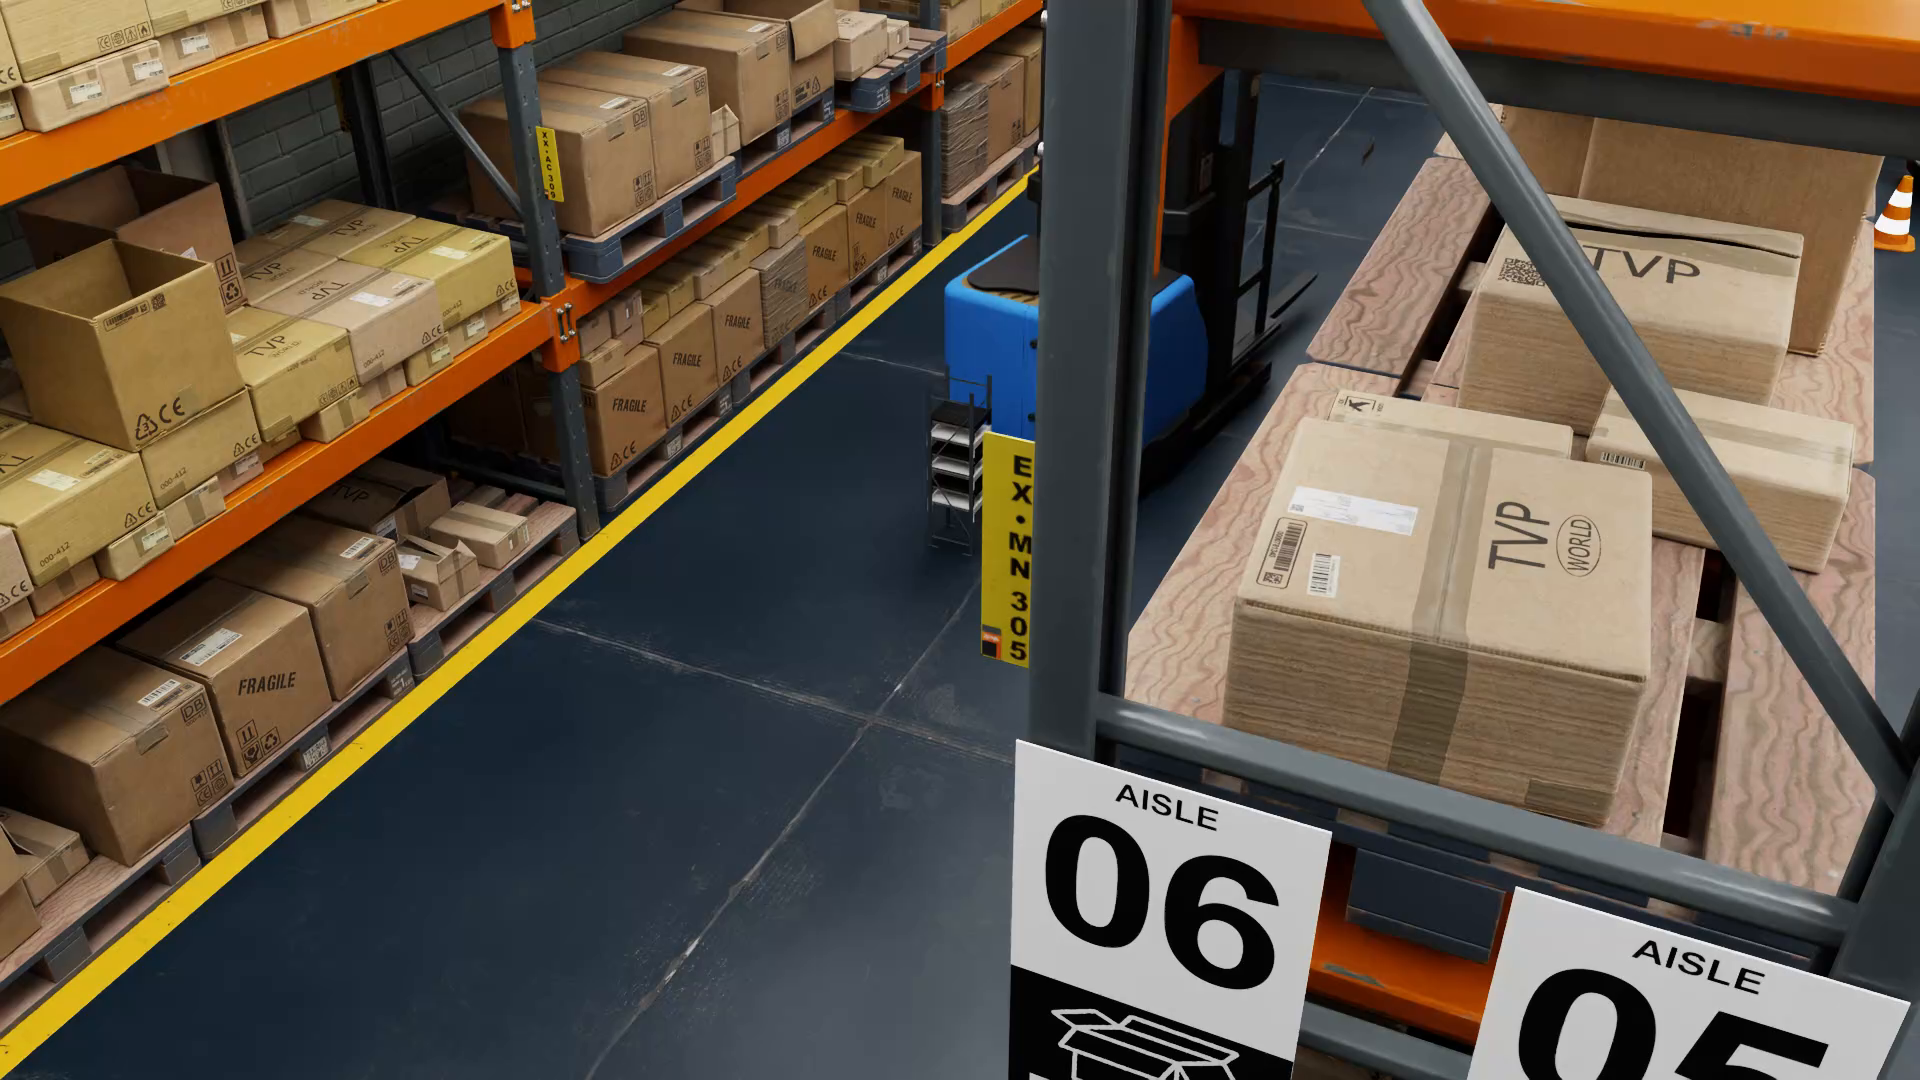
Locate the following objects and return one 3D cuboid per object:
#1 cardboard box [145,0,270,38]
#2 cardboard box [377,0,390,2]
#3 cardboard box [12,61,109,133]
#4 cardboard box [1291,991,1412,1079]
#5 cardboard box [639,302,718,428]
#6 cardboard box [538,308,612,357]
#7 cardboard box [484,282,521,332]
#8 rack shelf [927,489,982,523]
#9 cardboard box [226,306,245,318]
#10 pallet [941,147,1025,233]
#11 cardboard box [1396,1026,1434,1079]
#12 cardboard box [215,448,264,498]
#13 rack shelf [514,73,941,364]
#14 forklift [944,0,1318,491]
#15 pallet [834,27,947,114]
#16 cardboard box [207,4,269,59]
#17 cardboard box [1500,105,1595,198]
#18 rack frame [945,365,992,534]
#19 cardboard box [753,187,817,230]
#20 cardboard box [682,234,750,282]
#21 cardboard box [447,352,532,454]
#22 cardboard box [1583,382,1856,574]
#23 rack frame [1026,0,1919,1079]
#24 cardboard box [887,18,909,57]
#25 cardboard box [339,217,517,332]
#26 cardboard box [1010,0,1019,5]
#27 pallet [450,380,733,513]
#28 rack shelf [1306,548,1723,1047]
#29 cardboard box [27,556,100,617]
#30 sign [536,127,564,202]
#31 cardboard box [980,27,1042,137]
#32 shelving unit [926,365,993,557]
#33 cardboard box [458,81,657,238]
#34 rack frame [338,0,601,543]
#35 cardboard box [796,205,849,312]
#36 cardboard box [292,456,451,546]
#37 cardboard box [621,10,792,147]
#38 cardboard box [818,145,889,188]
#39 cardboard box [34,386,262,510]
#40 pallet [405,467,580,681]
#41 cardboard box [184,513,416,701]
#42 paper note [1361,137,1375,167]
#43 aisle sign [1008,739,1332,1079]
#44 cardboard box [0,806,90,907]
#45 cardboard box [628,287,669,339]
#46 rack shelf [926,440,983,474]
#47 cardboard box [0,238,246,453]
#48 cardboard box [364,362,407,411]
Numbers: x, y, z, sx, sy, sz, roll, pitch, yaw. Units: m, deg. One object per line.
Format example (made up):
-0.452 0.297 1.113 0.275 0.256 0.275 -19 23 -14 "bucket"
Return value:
-2.683 -1.890 5.527 0.500 0.250 0.500 15 36 21 "cardboard box"
-2.264 -2.167 6.312 0.380 0.149 0.250 14 36 20 "cardboard box"
-2.876 -1.389 5.127 0.380 0.149 0.250 14 36 21 "cardboard box"
0.528 0.788 2.719 0.380 0.149 0.250 15 36 21 "cardboard box"
-1.656 -0.973 8.894 0.500 0.500 0.500 14 36 20 "cardboard box"
-1.940 -1.043 8.139 0.380 0.149 0.250 14 36 20 "cardboard box"
-2.180 -1.064 7.366 0.380 0.149 0.250 15 36 21 "cardboard box"
-0.003 -0.194 8.114 0.258 0.077 0.200 14 36 20 "rack shelf"
-3.150 -0.755 6.531 0.500 0.250 0.500 15 36 22 "cardboard box"
-0.223 -2.613 12.042 1.003 0.211 1.213 14 36 20 "pallet"
0.546 0.989 3.003 0.500 0.500 0.500 15 36 22 "cardboard box"
-2.842 -0.299 6.200 0.380 0.149 0.250 14 36 20 "cardboard box"
-1.439 -2.081 9.344 1.077 0.370 4.000 14 36 20 "rack shelf"
1.132 -2.123 8.815 1.130 2.935 3.031 20 38 27 "forklift"
-0.823 -2.944 10.179 1.213 0.211 1.003 14 36 20 "pallet"
-2.629 -1.787 5.734 0.380 0.149 0.250 15 36 22 "cardboard box"
1.699 -1.085 3.865 0.797 0.503 0.637 17 37 24 "cardboard box"
0.039 -0.423 8.074 0.240 0.900 0.006 14 36 20 "rack frame"
-1.071 -1.966 9.817 0.380 0.149 0.250 14 36 20 "cardboard box"
-1.395 -1.569 9.213 0.380 0.149 0.250 15 36 22 "cardboard box"
-2.339 -0.828 8.674 0.500 0.500 0.500 14 36 20 "cardboard box"
1.224 -0.112 2.705 0.380 0.149 0.250 16 36 22 "cardboard box"
0.560 -0.765 1.210 1.000 3.000 0.127 14 36 20 "rack frame"
-0.529 -3.033 9.986 0.380 0.149 0.250 15 36 21 "cardboard box"
-2.268 -1.138 7.115 0.500 0.250 0.500 15 36 22 "cardboard box"
0.229 -3.987 11.732 0.500 0.250 0.500 13 35 19 "cardboard box"
-1.970 -0.633 9.023 1.003 0.211 1.213 14 36 20 "pallet"
1.397 -0.206 3.749 1.077 0.370 4.000 14 36 20 "rack shelf"
-3.153 0.089 5.607 0.380 0.149 0.250 15 36 21 "cardboard box"
-1.780 -1.627 7.206 0.100 0.325 0.005 14 36 20 "sign"
0.218 -3.530 12.681 0.875 0.625 0.625 13 35 19 "cardboard box"
-0.003 -0.372 7.997 0.258 0.900 0.210 14 36 20 "shelving unit"
-1.871 -1.793 7.774 0.700 0.500 0.500 15 36 22 "cardboard box"
-2.276 -1.385 7.627 1.000 3.000 0.127 14 36 20 "rack frame"
-1.020 -1.740 10.065 0.500 0.500 0.500 16 36 23 "cardboard box"
-2.767 -0.162 7.830 0.500 0.311 0.500 15 36 22 "cardboard box"
-1.326 -2.441 8.763 0.700 0.500 0.500 14 36 20 "cardboard box"
-0.665 -2.332 10.376 0.380 0.149 0.250 12 35 18 "cardboard box"
-2.901 -0.383 5.964 0.500 0.250 0.500 13 36 19 "cardboard box"
-2.564 0.123 7.871 1.003 0.211 1.213 14 36 20 "pallet"
-2.780 0.260 7.015 0.700 0.500 0.500 13 35 19 "cardboard box"
0.910 -0.868 3.716 0.006 0.032 0.123 14 36 21 "paper note"
0.249 0.621 2.196 0.394 0.787 0.004 14 36 20 "aisle sign"
-3.395 1.138 5.996 0.380 0.149 0.250 13 35 19 "cardboard box"
-1.742 -1.191 8.636 0.380 0.149 0.250 12 35 18 "cardboard box"
-0.003 -0.420 7.966 0.258 0.077 0.200 14 36 20 "rack shelf"
-2.888 -0.680 5.733 0.500 0.500 0.500 15 36 22 "cardboard box"
-2.491 -0.670 6.765 0.380 0.149 0.250 15 36 22 "cardboard box"
